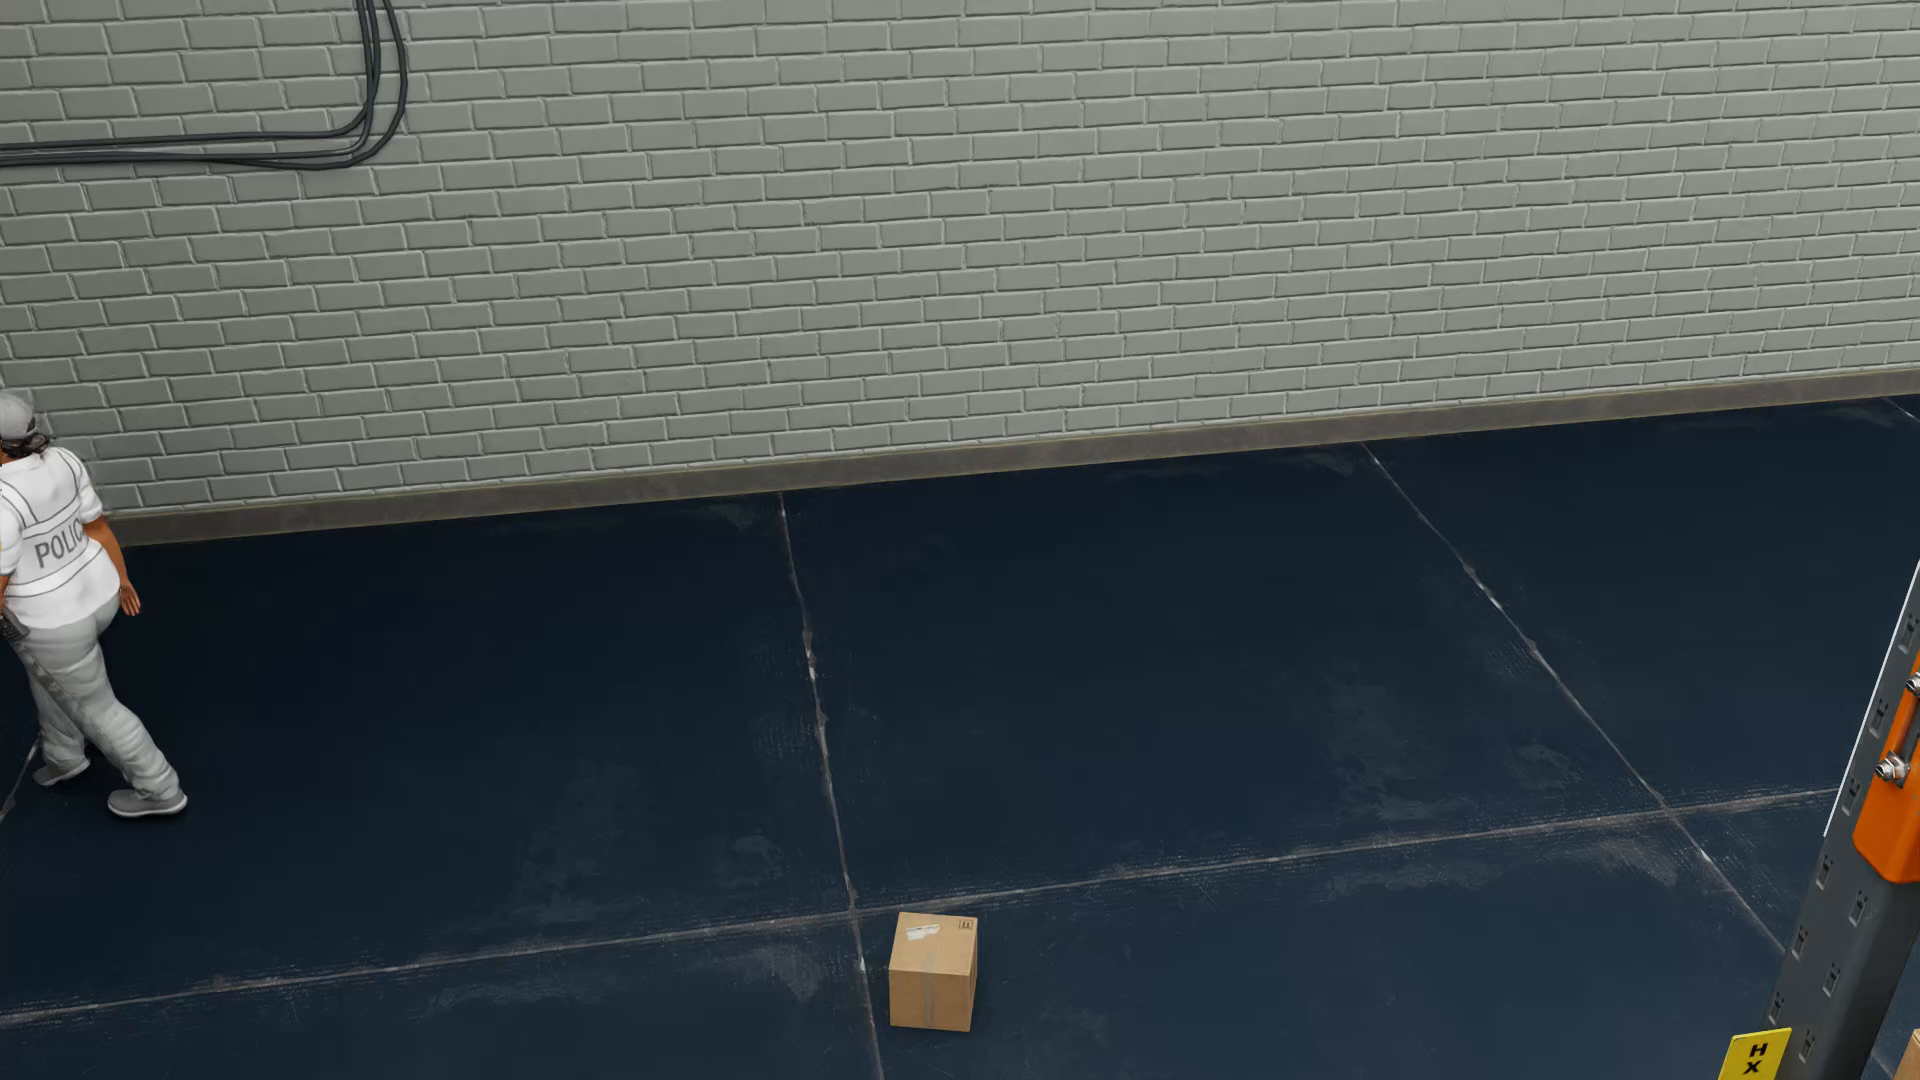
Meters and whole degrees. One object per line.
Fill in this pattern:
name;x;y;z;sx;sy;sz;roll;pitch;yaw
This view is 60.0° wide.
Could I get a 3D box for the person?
person;-3.156;0.272;5.701;0.702;1.711;0.523;2;31;3
